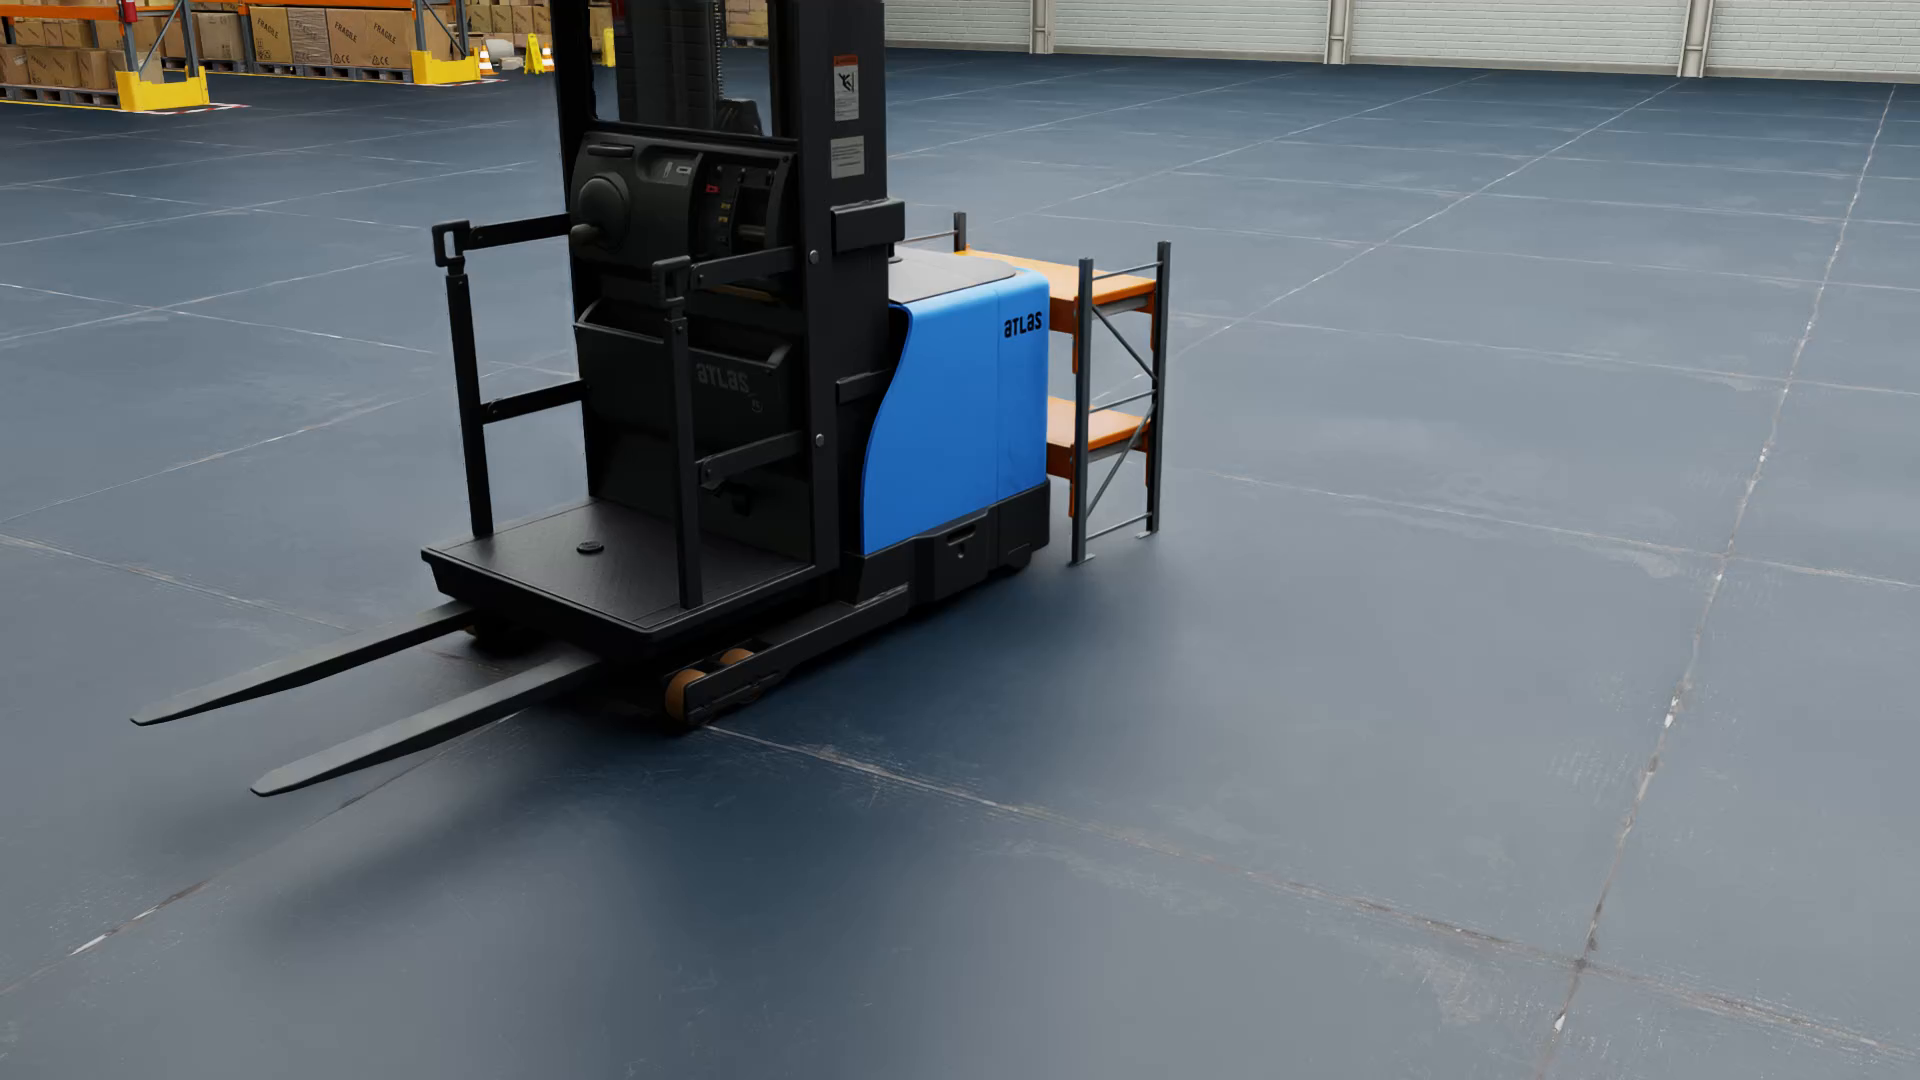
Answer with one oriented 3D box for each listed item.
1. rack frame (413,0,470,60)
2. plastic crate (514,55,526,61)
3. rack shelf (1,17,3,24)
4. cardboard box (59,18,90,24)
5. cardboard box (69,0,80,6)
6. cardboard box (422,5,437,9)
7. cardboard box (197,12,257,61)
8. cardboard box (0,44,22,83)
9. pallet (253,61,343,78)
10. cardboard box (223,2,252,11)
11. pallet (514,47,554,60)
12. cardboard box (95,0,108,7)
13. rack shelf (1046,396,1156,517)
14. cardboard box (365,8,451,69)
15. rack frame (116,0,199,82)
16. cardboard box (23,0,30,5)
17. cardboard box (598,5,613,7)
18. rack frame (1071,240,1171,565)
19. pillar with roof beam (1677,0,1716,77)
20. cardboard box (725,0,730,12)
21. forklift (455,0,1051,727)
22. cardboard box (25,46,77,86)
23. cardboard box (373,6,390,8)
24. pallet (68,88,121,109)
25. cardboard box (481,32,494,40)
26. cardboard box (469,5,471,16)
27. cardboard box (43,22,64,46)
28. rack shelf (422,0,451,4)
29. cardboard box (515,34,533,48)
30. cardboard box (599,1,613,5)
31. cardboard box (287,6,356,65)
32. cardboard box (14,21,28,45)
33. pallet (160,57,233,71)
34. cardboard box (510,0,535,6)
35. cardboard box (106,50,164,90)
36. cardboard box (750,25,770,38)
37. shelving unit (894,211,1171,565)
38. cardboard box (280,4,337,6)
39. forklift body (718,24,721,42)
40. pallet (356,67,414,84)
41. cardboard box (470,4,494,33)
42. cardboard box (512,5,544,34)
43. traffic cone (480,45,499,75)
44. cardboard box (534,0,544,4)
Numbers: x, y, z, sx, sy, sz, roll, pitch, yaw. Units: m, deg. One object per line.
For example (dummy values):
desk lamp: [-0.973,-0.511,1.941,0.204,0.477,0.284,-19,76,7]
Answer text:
rack frame: [-8.190,-8.729,26.031,0.127,3.000,1.000,11,23,27]
plastic crate: [-8.385,-9.007,31.079,0.583,0.080,0.402,3,20,9]
rack shelf: [-15.935,-7.929,24.880,4.000,0.370,1.077,11,23,27]
cardboard box: [-15.899,-9.470,30.024,0.500,0.250,0.500,10,22,26]
cardboard box: [-11.718,-7.252,22.326,0.250,0.149,0.380,11,23,27]
cardboard box: [-12.257,-12.311,38.954,0.500,0.500,0.500,10,22,25]
cardboard box: [-12.268,-8.611,28.388,0.750,0.750,1.050,11,23,27]
cardboard box: [-13.859,-6.879,23.979,0.500,0.500,0.500,10,22,26]
pallet: [-11.056,-7.934,27.928,1.213,0.211,1.003,11,23,27]
cardboard box: [-14.967,-11.187,35.306,0.875,0.875,0.875,12,23,29]
pallet: [-7.683,-9.270,31.612,1.213,0.211,1.003,11,23,27]
cardboard box: [-11.264,-7.179,22.126,0.250,0.149,0.380,11,23,27]
rack shelf: [0.219,-0.392,6.513,1.000,0.278,0.538,18,26,40]
cardboard box: [-8.814,-8.021,26.579,0.875,0.875,0.875,11,23,28]
rack frame: [-10.697,-7.270,22.007,0.127,3.000,1.000,11,23,27]
cardboard box: [-12.592,-7.418,22.784,0.250,0.149,0.380,11,23,27]
cardboard box: [-6.454,-9.697,31.017,0.500,0.500,0.500,10,22,26]
rack frame: [0.592,-0.504,6.105,0.032,1.125,0.500,18,26,40]
pillar with roof beam: [10.000,-10.627,22.466,0.400,9.000,9.100,11,23,27]
cardboard box: [-4.895,-11.221,34.850,0.500,0.250,0.500,11,23,28]
forklift: [-0.989,-1.024,4.890,1.130,2.935,3.031,15,25,36]
cardboard box: [-12.775,-6.706,23.503,0.500,0.500,0.500,9,22,23]
cardboard box: [-13.610,-12.569,39.665,0.500,0.500,0.500,12,23,30]
pallet: [-11.455,-6.117,22.919,1.213,0.211,1.003,11,23,27]
cardboard box: [-8.973,-9.611,31.879,0.500,0.250,0.500,10,22,25]
cardboard box: [-10.905,-12.057,38.255,0.500,0.500,0.500,12,23,29]
cardboard box: [-16.327,-9.201,30.382,0.500,0.500,0.500,12,23,29]
rack shelf: [-9.936,-8.816,27.038,3.809,0.124,0.919,11,23,27]
cardboard box: [-8.037,-9.438,31.403,0.500,0.250,0.500,10,22,27]
cardboard box: [-7.400,-11.528,36.613,0.625,0.625,0.875,12,23,30]
cardboard box: [-10.378,-8.319,27.400,0.875,0.875,0.875,11,23,28]
cardboard box: [-17.224,-9.375,30.861,0.500,0.500,0.500,11,23,28]
pallet: [-13.461,-8.392,29.191,1.213,0.211,1.003,11,23,27]
cardboard box: [-8.207,-10.101,31.179,0.250,0.149,0.380,12,23,30]
cardboard box: [-11.234,-6.401,22.662,0.500,0.500,0.500,16,25,37]
cardboard box: [-4.011,-10.587,34.569,0.500,0.250,0.500,11,23,28]
shelving unit: [0.219,-0.622,6.430,1.048,1.125,0.538,18,26,40]
cardboard box: [-13.411,-10.888,34.483,0.875,0.875,0.875,11,22,27]
forklift body: [-5.992,-11.071,33.732,1.214,2.155,2.313,11,23,27]
pallet: [-8.926,-7.528,26.809,1.213,0.211,1.003,11,23,27]
cardboard box: [-8.973,-9.964,31.751,0.500,0.500,0.500,12,23,30]
cardboard box: [-8.048,-9.792,31.276,0.500,0.500,0.500,12,23,30]
traffic cone: [-7.961,-8.048,27.873,0.334,0.463,0.336,11,23,27]
cardboard box: [-9.318,-11.895,37.626,0.625,0.625,0.875,12,23,29]
